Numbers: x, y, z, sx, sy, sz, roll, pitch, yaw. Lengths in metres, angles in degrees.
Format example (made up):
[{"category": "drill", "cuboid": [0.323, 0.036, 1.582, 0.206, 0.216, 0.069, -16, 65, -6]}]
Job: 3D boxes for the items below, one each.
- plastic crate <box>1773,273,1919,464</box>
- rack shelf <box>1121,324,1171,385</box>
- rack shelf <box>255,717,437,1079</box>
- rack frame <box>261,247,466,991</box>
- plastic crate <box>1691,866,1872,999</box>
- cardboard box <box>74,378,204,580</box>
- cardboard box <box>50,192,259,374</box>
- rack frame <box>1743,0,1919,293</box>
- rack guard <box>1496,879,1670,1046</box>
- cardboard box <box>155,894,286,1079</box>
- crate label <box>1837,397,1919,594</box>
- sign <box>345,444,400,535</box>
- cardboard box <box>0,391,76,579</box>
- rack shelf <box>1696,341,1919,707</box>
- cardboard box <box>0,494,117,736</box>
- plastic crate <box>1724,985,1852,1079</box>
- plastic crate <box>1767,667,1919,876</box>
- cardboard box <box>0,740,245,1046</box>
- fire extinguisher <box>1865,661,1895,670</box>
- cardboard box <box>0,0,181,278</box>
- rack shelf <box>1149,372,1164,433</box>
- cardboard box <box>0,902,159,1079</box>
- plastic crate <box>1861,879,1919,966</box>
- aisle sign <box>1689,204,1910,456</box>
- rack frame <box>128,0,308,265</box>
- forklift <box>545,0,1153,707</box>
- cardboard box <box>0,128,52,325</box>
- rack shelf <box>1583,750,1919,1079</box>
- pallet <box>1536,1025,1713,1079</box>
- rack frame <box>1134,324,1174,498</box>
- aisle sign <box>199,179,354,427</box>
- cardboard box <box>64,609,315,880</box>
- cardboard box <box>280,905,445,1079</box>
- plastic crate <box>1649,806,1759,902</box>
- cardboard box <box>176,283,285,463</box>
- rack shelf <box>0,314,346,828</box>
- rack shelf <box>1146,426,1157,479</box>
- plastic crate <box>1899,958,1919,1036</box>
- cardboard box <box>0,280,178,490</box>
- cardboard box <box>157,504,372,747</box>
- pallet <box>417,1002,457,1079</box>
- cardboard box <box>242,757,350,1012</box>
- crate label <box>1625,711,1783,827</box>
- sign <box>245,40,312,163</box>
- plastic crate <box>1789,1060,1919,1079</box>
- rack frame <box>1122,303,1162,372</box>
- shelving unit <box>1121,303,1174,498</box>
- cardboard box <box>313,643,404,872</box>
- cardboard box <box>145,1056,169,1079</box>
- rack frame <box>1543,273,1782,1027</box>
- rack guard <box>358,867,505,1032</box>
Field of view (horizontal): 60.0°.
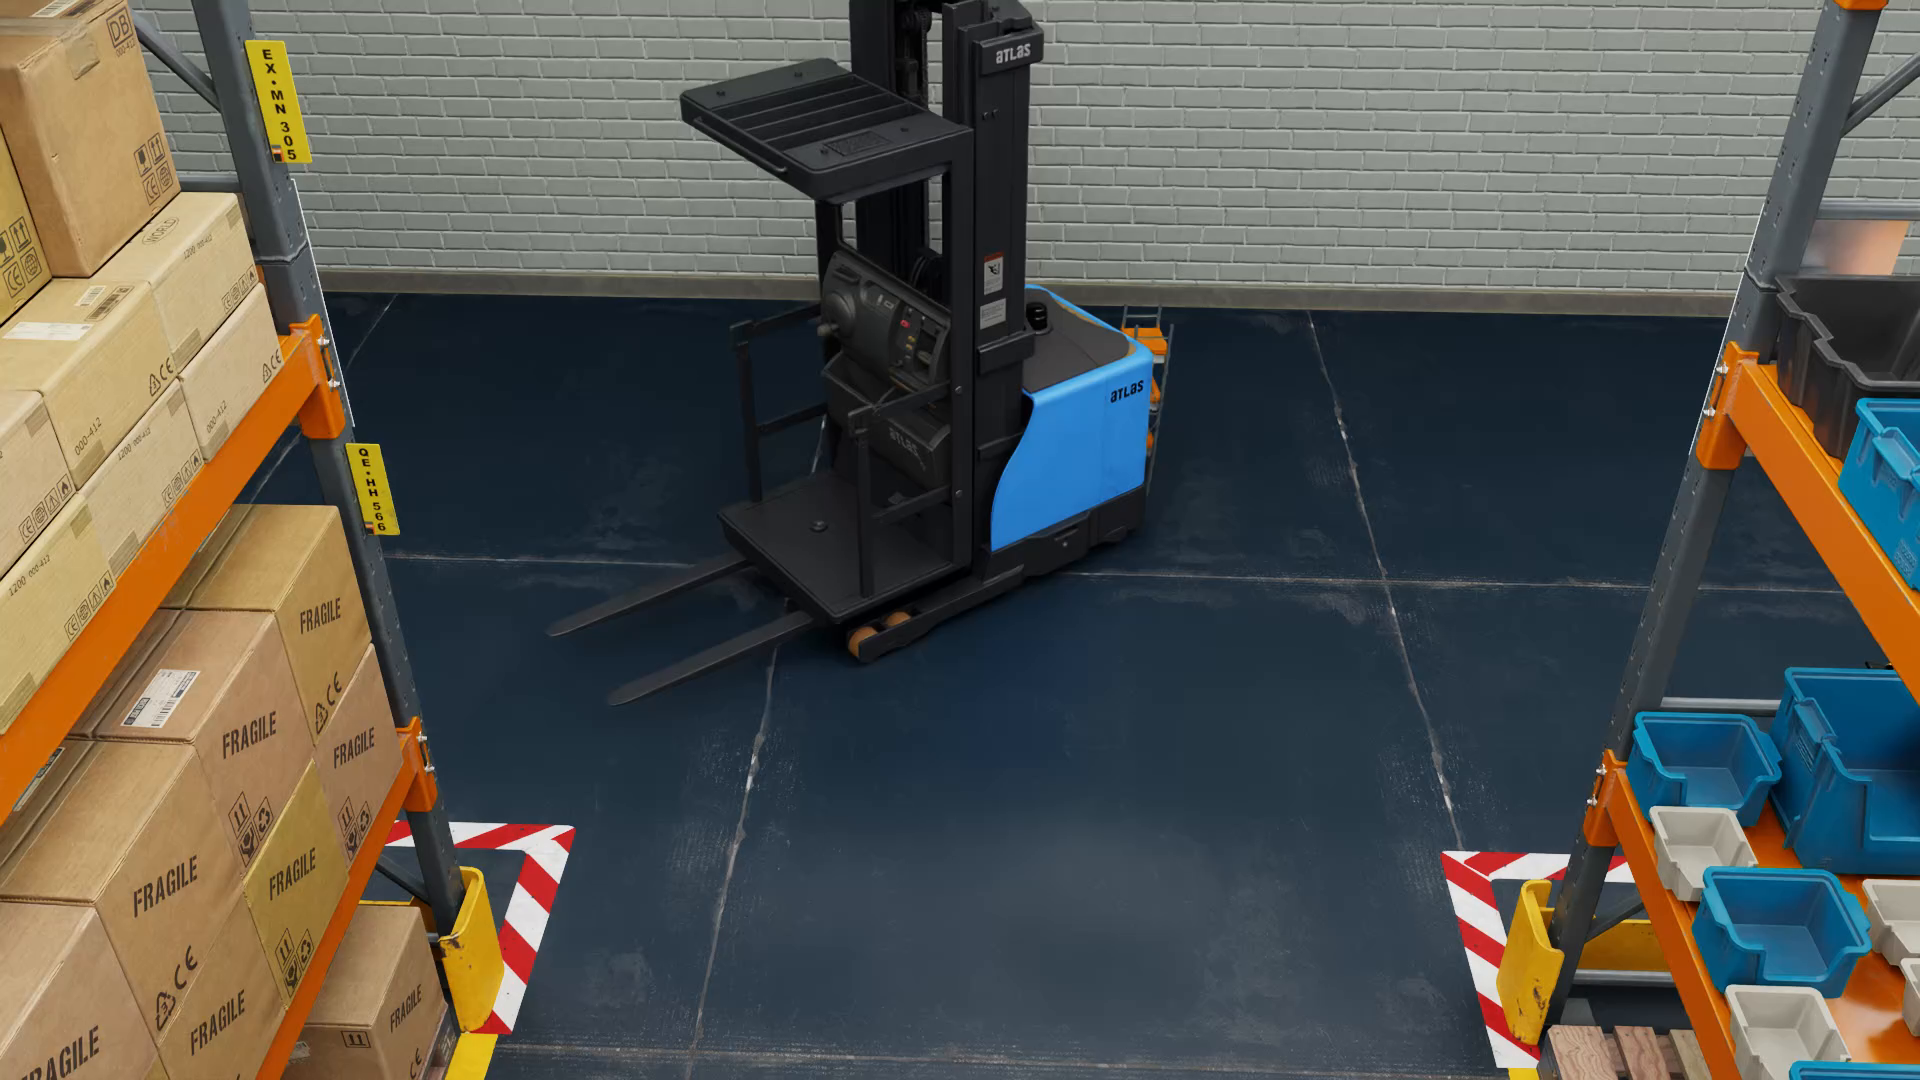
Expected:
[{"category": "plastic crate", "cuboid": [2.330, -0.414, 4.181, 0.497, 0.269, 0.590, 1, 35, 2]}, {"category": "rack shelf", "cuboid": [0.952, -0.950, 8.649, 0.215, 0.259, 0.240, -2, 35, -9]}, {"category": "rack shelf", "cuboid": [-2.405, 1.872, 4.049, 1.077, 0.370, 4.000, 1, 35, 2]}, {"category": "rack frame", "cuboid": [-2.325, 0.428, 5.478, 1.000, 3.000, 0.127, 1, 35, 2]}, {"category": "plastic crate", "cuboid": [2.259, 1.101, 4.613, 0.416, 0.233, 0.300, 1, 35, 2]}, {"category": "cardboard box", "cuboid": [-2.113, -0.149, 3.821, 0.500, 0.250, 0.500, 1, 35, 2]}, {"category": "cardboard box", "cuboid": [-2.091, -0.641, 4.086, 0.500, 0.250, 0.500, 1, 35, 2]}, {"category": "rack frame", "cuboid": [2.624, -1.910, 3.587, 1.000, 3.000, 0.127, 1, 35, 2]}, {"category": "rack guard", "cuboid": [2.612, 1.553, 6.051, 1.175, 0.500, 0.348, 1, 35, 2]}, {"category": "cardboard box", "cuboid": [-2.114, 1.236, 4.242, 0.500, 0.500, 0.500, 2, 35, 2]}, {"category": "crate label", "cuboid": [2.264, -0.099, 3.748, 0.408, 0.251, 0.502, 1, 35, 2]}, {"category": "sign", "cuboid": [-1.771, -0.150, 5.019, 0.100, 0.325, 0.005, 1, 35, 2]}, {"category": "cardboard box", "cuboid": [-2.135, -0.067, 3.269, 0.500, 0.250, 0.500, 1, 35, 2]}, {"category": "rack shelf", "cuboid": [2.544, 0.761, 3.021, 1.077, 0.370, 4.000, 1, 35, 2]}, {"category": "cardboard box", "cuboid": [-2.120, 0.138, 3.412, 0.500, 0.250, 0.500, 1, 35, 2]}, {"category": "plastic crate", "cuboid": [2.162, 1.334, 4.365, 0.250, 0.136, 0.298, 1, 35, 2]}, {"category": "plastic crate", "cuboid": [2.797, 0.702, 5.005, 0.616, 0.435, 0.499, 1, 35, 2]}, {"category": "cardboard box", "cuboid": [-2.104, 0.829, 3.951, 0.500, 0.500, 0.500, 2, 35, 3]}, {"category": "fire extinguisher", "cuboid": [3.084, 0.653, 5.550, 0.296, 0.674, 0.183, 1, 35, 2]}, {"category": "cardboard box", "cuboid": [-2.329, -0.953, 3.878, 0.700, 0.500, 0.500, 1, 35, 2]}, {"category": "rack shelf", "cuboid": [0.935, -0.717, 8.810, 0.215, 0.259, 0.240, -2, 35, -9]}, {"category": "cardboard box", "cuboid": [-2.124, 1.124, 3.532, 0.500, 0.500, 0.500, 2, 35, 3]}, {"category": "plastic crate", "cuboid": [2.772, 1.101, 4.698, 0.396, 0.136, 0.243, 1, 35, 2]}, {"category": "aisle sign", "cuboid": [2.330, -0.567, 4.633, 0.394, 0.787, 0.004, 1, 35, 2]}, {"category": "rack frame", "cuboid": [-2.325, -2.026, 3.753, 1.000, 3.000, 0.127, 1, 35, 2]}, {"category": "forklift", "cuboid": [-0.516, -0.966, 7.521, 3.031, 2.935, 1.130, -23, 41, -29]}, {"category": "cardboard box", "cuboid": [-2.434, -0.668, 3.472, 0.700, 0.500, 0.500, 1, 35, 2]}, {"category": "rack shelf", "cuboid": [2.544, 1.988, 3.884, 1.077, 0.370, 4.000, 1, 35, 2]}, {"category": "pallet", "cuboid": [2.552, 2.159, 5.441, 1.003, 0.211, 1.213, 1, 35, 2]}, {"category": "rack frame", "cuboid": [0.953, -0.656, 8.705, 0.200, 1.050, 0.008, -2, 35, -9]}, {"category": "aisle sign", "cuboid": [-2.016, -0.667, 4.776, 0.394, 0.787, 0.004, 1, 35, 2]}, {"category": "cardboard box", "cuboid": [-2.088, 0.531, 4.375, 0.500, 0.500, 0.500, 2, 35, 3]}, {"category": "cardboard box", "cuboid": [-2.101, 1.589, 5.617, 0.500, 0.500, 0.500, 1, 35, 2]}, {"category": "plastic crate", "cuboid": [2.190, 0.945, 4.920, 0.250, 0.136, 0.298, 1, 35, 2]}, {"category": "cardboard box", "cuboid": [-2.082, -0.436, 4.230, 0.500, 0.250, 0.500, 1, 35, 2]}, {"category": "rack shelf", "cuboid": [-2.405, 0.644, 3.187, 1.077, 0.370, 4.000, 1, 35, 2]}, {"category": "rack shelf", "cuboid": [0.919, -0.488, 8.968, 0.215, 0.259, 0.240, -2, 35, -9]}, {"category": "plastic crate", "cuboid": [2.746, 1.267, 4.461, 0.396, 0.136, 0.243, 1, 35, 2]}, {"category": "cardboard box", "cuboid": [-2.111, -0.354, 3.677, 0.500, 0.250, 0.500, 1, 35, 2]}, {"category": "cardboard box", "cuboid": [-2.068, 0.240, 4.788, 0.500, 0.500, 0.500, 1, 35, 1]}, {"category": "pallet", "cuboid": [-2.359, 2.071, 5.566, 1.003, 0.211, 1.213, 1, 35, 2]}, {"category": "cardboard box", "cuboid": [-2.088, 0.949, 4.650, 0.500, 0.500, 0.500, 2, 35, 2]}, {"category": "crate label", "cuboid": [2.285, 0.723, 5.152, 0.416, 0.233, 0.303, 1, 35, 2]}, {"category": "sign", "cuboid": [-1.771, -1.137, 4.326, 0.100, 0.325, 0.005, 1, 35, 2]}, {"category": "plastic crate", "cuboid": [2.232, 1.479, 4.075, 0.416, 0.233, 0.300, 1, 35, 2]}, {"category": "rack frame", "cuboid": [0.918, -0.795, 8.903, 0.200, 1.050, 0.008, -2, 35, -9]}, {"category": "shelving unit", "cuboid": [0.936, -0.725, 8.804, 0.215, 1.050, 0.252, -2, 35, -9]}, {"category": "cardboard box", "cuboid": [-2.071, 0.651, 5.074, 0.500, 0.500, 0.500, 2, 35, 3]}, {"category": "cardboard box", "cuboid": [-2.134, 1.525, 3.830, 0.500, 0.500, 0.500, 1, 35, 1]}, {"category": "rack frame", "cuboid": [2.624, 0.545, 5.312, 1.000, 3.000, 0.127, 1, 35, 2]}, {"category": "rack guard", "cuboid": [-2.328, 1.495, 6.134, 1.175, 0.500, 0.348, 1, 35, 2]}]
